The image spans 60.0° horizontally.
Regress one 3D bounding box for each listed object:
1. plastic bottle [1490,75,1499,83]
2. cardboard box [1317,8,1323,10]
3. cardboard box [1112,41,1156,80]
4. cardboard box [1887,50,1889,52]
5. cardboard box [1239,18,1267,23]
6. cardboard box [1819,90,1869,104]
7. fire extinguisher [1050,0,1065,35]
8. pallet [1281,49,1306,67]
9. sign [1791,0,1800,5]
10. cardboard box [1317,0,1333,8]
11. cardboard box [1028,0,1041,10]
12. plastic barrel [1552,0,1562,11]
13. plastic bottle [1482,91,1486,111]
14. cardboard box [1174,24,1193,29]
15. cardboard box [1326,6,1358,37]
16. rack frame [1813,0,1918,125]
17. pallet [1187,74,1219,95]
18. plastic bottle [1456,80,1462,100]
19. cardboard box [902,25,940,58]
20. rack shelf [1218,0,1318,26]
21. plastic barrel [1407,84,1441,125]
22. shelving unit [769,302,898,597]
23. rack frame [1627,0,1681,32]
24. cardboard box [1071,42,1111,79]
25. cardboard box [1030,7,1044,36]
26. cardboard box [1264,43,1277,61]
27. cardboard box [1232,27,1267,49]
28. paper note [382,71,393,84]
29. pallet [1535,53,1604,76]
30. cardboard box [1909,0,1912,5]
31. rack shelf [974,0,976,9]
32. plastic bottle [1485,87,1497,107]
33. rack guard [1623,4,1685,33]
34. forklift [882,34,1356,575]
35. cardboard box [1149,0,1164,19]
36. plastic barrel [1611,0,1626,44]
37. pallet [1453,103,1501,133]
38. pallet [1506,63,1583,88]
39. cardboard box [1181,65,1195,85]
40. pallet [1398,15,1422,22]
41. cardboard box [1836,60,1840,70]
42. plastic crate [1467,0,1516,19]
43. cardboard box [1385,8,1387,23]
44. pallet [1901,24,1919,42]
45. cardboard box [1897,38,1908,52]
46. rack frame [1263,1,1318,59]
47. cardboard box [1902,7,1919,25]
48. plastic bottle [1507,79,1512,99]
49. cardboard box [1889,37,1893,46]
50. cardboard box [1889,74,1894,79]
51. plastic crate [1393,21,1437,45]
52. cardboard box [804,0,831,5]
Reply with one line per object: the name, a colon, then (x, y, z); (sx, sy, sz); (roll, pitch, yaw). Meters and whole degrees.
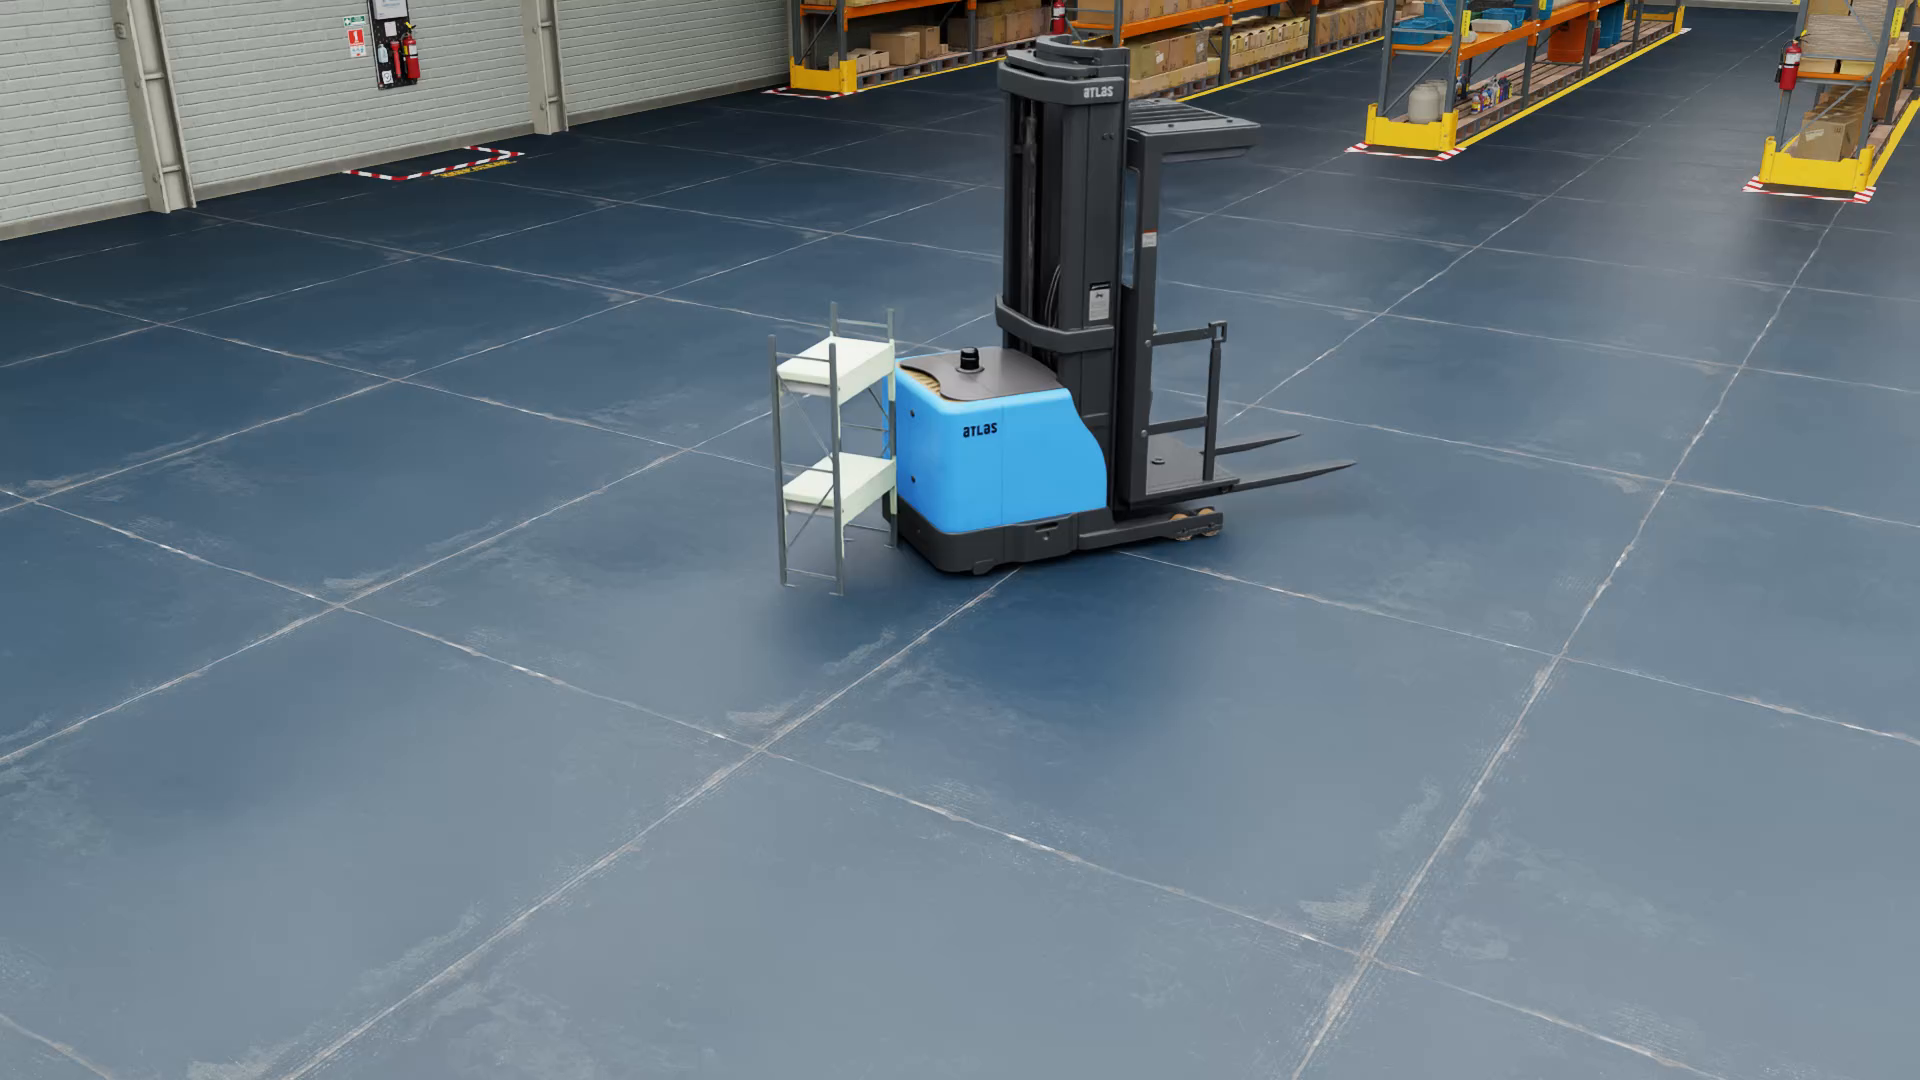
plastic bottle: (8.018, -6.808, 24.980); (0.144, 0.351, 0.185); (14, 27, 29)
cardboard box: (6.706, -10.053, 32.288); (0.500, 0.500, 0.500); (13, 27, 27)
cardboard box: (2.653, -7.337, 25.410); (0.500, 0.500, 0.500); (14, 27, 29)
cardboard box: (11.339, -6.035, 20.732); (0.380, 0.149, 0.250); (14, 27, 29)
cardboard box: (5.343, -9.352, 30.304); (0.500, 0.311, 0.500); (13, 27, 28)
cardboard box: (11.902, -5.755, 22.386); (0.500, 0.500, 0.500); (-18, 29, -36)
fire extinguisher: (1.462, -7.780, 24.544); (0.296, 0.674, 0.183); (14, 27, 29)
pallet: (5.671, -8.909, 30.564); (1.003, 0.211, 1.213); (14, 27, 29)
sign: (9.872, -6.480, 19.589); (0.100, 0.325, 0.005); (14, 27, 29)
cardboard box: (6.995, -10.588, 32.581); (0.500, 0.250, 0.500); (13, 27, 28)
cardboard box: (1.239, -10.461, 32.287); (0.500, 0.250, 0.500); (14, 27, 30)
plastic barrel: (9.313, -8.656, 26.298); (0.433, 0.535, 0.433); (0, 23, 0)
plastic bottle: (7.527, -6.331, 23.979); (0.097, 0.271, 0.097); (0, 23, 0)
cardboard box: (3.518, -8.292, 27.618); (0.500, 0.500, 0.500); (14, 27, 29)
cardboard box: (7.433, -10.130, 32.467); (0.500, 0.500, 0.500); (13, 27, 27)
rack frame: (12.443, -7.031, 22.716); (1.000, 3.000, 0.127); (14, 27, 29)
pallet: (3.574, -7.569, 27.468); (1.003, 0.211, 1.213); (14, 27, 29)
plastic bottle: (7.483, -6.759, 24.968); (0.097, 0.271, 0.097); (0, 23, 0)
cardboard box: (-0.695, -8.841, 29.490); (0.500, 0.500, 0.500); (12, 26, 25)
rack shelf: (5.084, -9.453, 29.216); (1.077, 0.370, 4.000); (14, 27, 29)
plastic barrel: (6.407, -6.008, 22.956); (0.421, 0.512, 0.421); (0, 23, 0)
shelving unit: (-0.709, -0.529, 9.584); (0.431, 1.500, 0.755); (10, 25, 21)
rack frame: (14.565, -12.119, 34.469); (1.000, 3.000, 0.127); (14, 27, 29)
cardboard box: (1.949, -7.277, 25.271); (0.500, 0.500, 0.500); (14, 27, 29)
cardboard box: (1.222, -10.146, 32.505); (0.700, 0.500, 0.500); (14, 27, 29)
cardboard box: (5.263, -8.642, 29.371); (0.500, 0.250, 0.500); (14, 27, 30)
cardboard box: (4.999, -8.727, 28.859); (0.500, 0.311, 0.500); (13, 27, 27)
paper note: (-7.310, -5.912, 21.239); (0.016, 0.148, 0.142); (14, 27, 29)
pallet: (10.725, -8.414, 29.421); (1.003, 0.211, 1.213); (14, 27, 29)
cardboard box: (11.645, -6.957, 20.786); (0.500, 0.500, 0.500); (14, 27, 29)
rack shelf: (0.873, -10.490, 31.611); (1.077, 0.370, 4.000); (14, 27, 29)
plastic bottle: (7.779, -6.515, 24.399); (0.152, 0.276, 0.135); (14, 27, 30)
rack guard: (14.566, -10.983, 34.991); (1.175, 0.500, 0.348); (14, 27, 29)
forklift: (1.073, -1.516, 10.063); (3.031, 2.935, 1.130); (-10, 25, -22)
cardboard box: (2.716, -8.304, 25.529); (0.700, 0.500, 0.500); (14, 27, 29)
plastic barrel: (12.153, -9.819, 31.268); (0.600, 0.901, 0.708); (14, 27, 29)
pallet: (7.202, -6.158, 24.209); (1.003, 0.211, 1.213); (14, 27, 29)
pallet: (9.903, -7.886, 28.201); (1.003, 0.211, 1.213); (14, 27, 29)
cardboard box: (3.446, -7.498, 26.728); (0.500, 0.250, 0.500); (14, 27, 29)
pallet: (9.254, -11.174, 35.795); (1.003, 0.211, 1.213); (14, 27, 29)
cardboard box: (10.440, -5.789, 20.164); (0.380, 0.149, 0.250); (14, 27, 29)
plastic crate: (7.851, -7.890, 24.779); (0.767, 0.338, 0.504); (14, 27, 29)
cardboard box: (8.654, -10.873, 34.420); (0.500, 0.311, 0.500); (14, 27, 29)
pallet: (12.969, -7.170, 23.279); (1.003, 0.211, 1.213); (14, 27, 29)
cardboard box: (12.219, -6.520, 21.851); (0.380, 0.149, 0.250); (14, 27, 29)
rack frame: (6.139, -10.458, 30.633); (1.000, 3.000, 0.127); (14, 27, 29)
cardboard box: (12.981, -7.738, 23.065); (1.000, 1.000, 1.000); (14, 27, 29)
plastic bottle: (8.261, -6.793, 25.031); (0.061, 0.283, 0.133); (15, 28, 32)
cardboard box: (11.382, -6.563, 21.135); (0.875, 0.500, 0.500); (14, 27, 29)
cardboard box: (13.052, -6.446, 23.956); (0.700, 0.500, 0.500); (14, 27, 29)
plastic crate: (6.135, -6.882, 22.559); (0.499, 0.251, 0.616); (14, 27, 29)
cardboard box: (-2.210, -8.934, 27.275); (0.500, 0.250, 0.500); (14, 27, 30)
